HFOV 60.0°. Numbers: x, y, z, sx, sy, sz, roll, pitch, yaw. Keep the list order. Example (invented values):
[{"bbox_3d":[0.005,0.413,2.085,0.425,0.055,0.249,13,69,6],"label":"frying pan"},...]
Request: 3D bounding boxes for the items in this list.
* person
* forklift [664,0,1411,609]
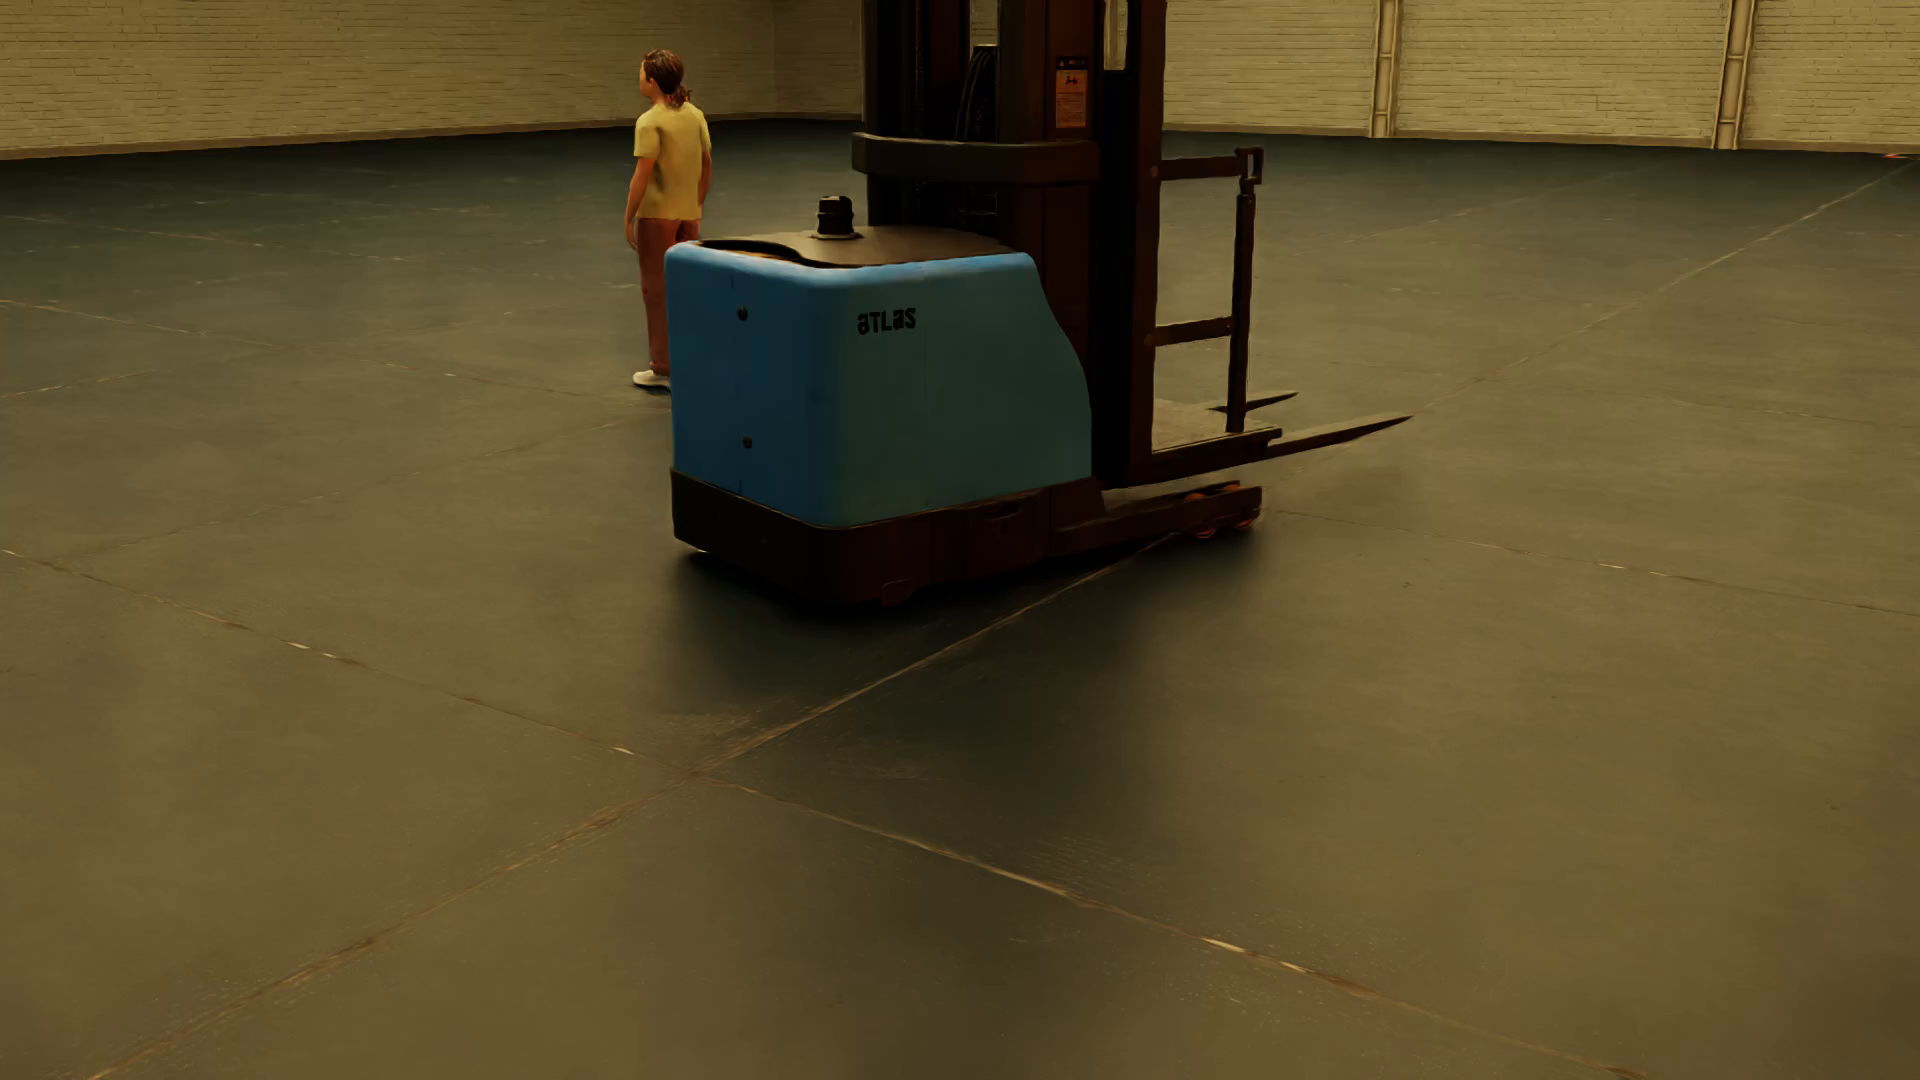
[{"bbox_3d":[-1.523,-1.603,8.370,0.541,1.676,0.545,12,20,34],"label":"person"},{"bbox_3d":[0.478,-1.513,5.892,3.031,2.935,1.130,-13,21,-36],"label":"forklift"}]
